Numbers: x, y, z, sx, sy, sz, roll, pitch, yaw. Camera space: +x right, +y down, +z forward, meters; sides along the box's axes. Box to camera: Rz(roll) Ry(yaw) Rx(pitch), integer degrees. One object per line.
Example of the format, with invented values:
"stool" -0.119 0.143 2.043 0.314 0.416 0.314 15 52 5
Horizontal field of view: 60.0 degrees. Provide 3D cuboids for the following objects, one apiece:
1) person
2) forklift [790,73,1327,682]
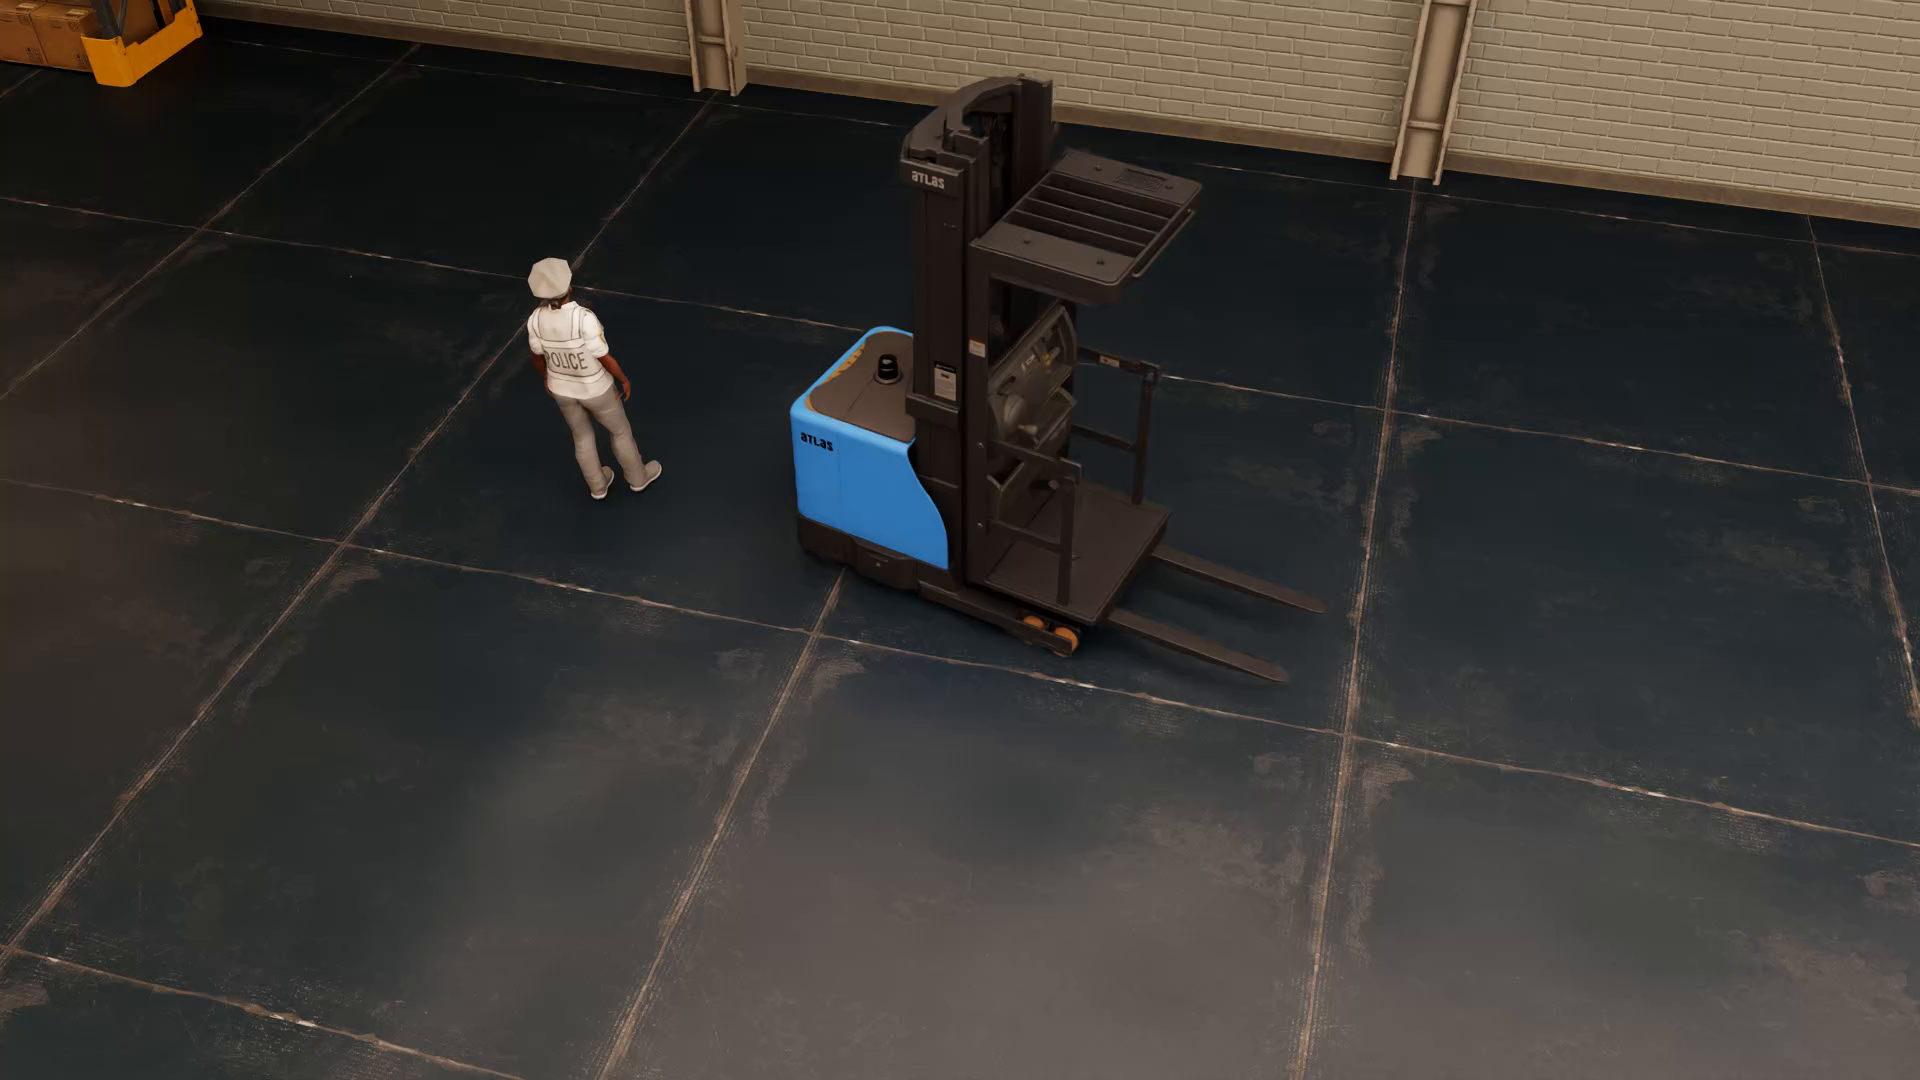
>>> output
"person" -2.209 -0.968 9.893 0.568 1.695 0.531 7 42 8
"forklift" 0.570 -0.851 8.832 3.031 2.935 1.130 20 45 21
